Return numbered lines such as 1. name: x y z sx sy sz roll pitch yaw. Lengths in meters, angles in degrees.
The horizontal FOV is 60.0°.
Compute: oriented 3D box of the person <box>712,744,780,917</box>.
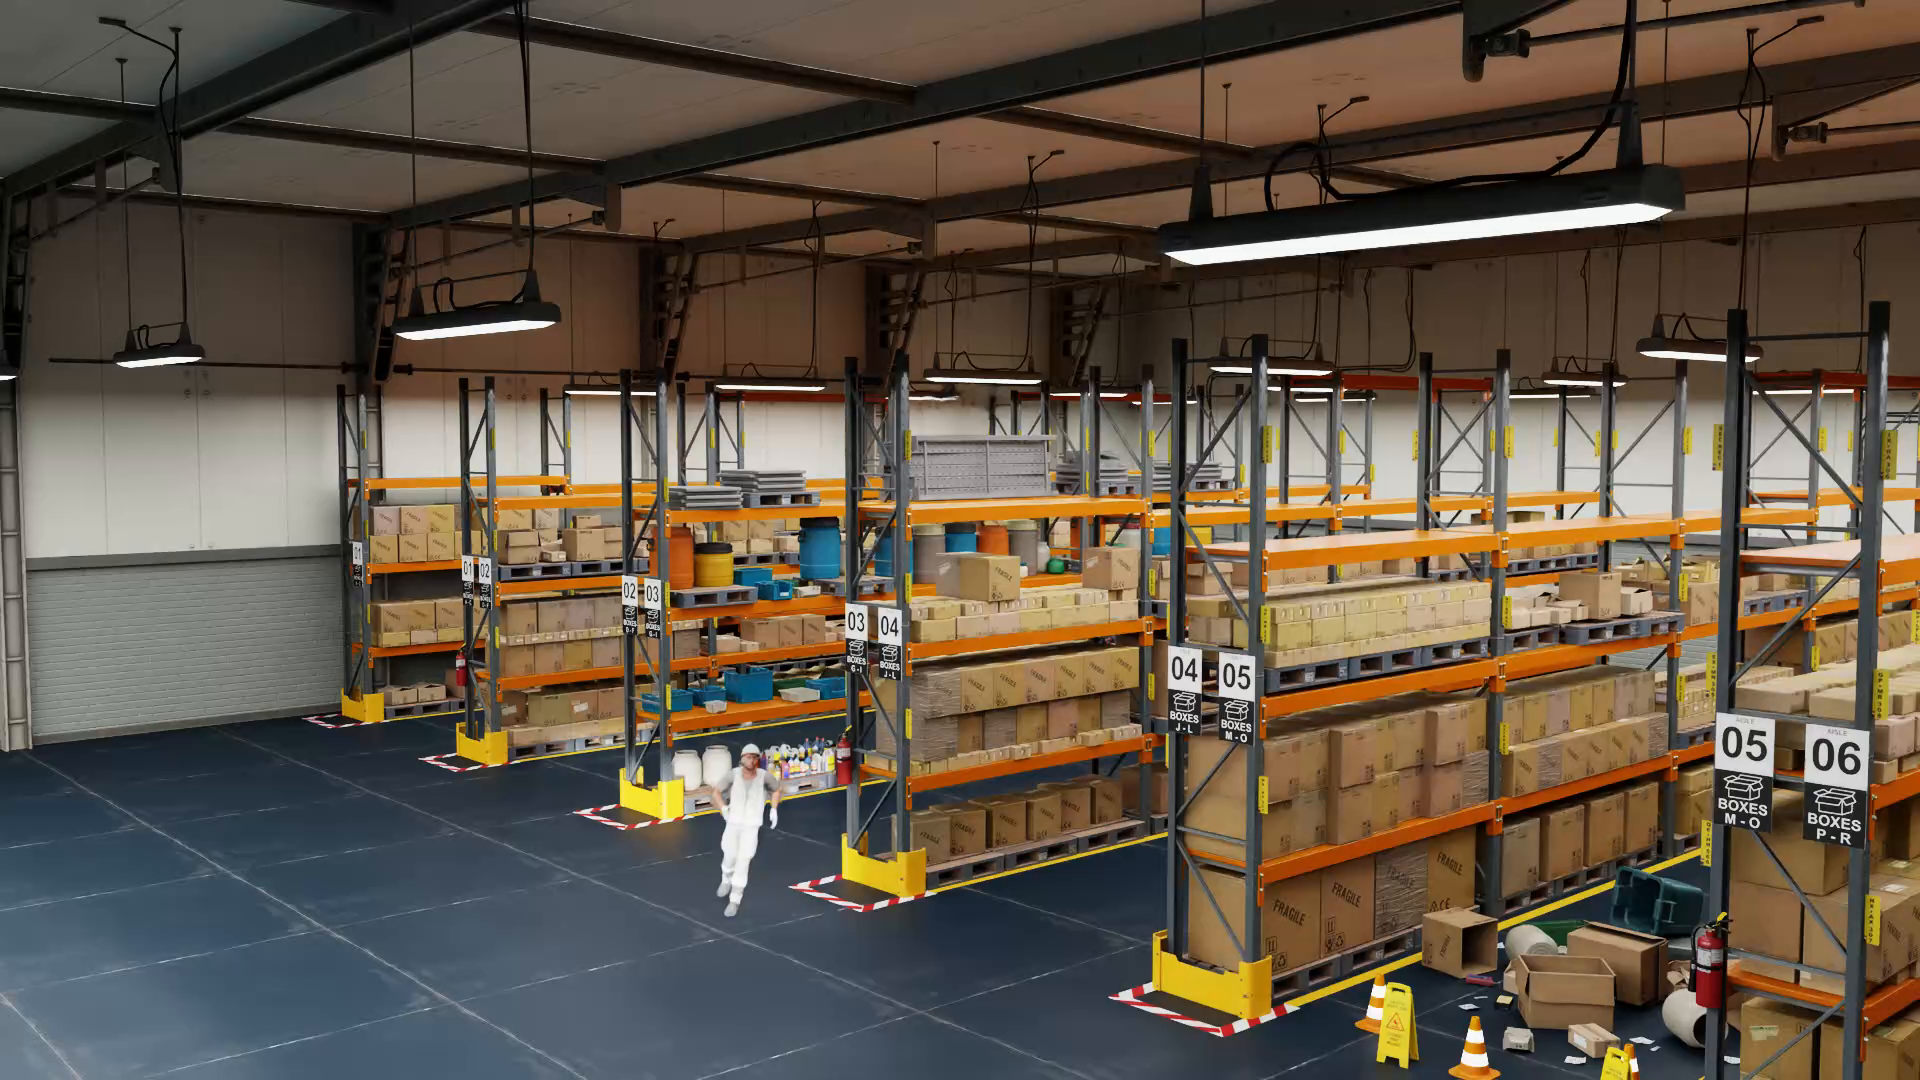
1. person: -2.321 3.080 17.967 0.714 1.760 0.969 0 4 -1
